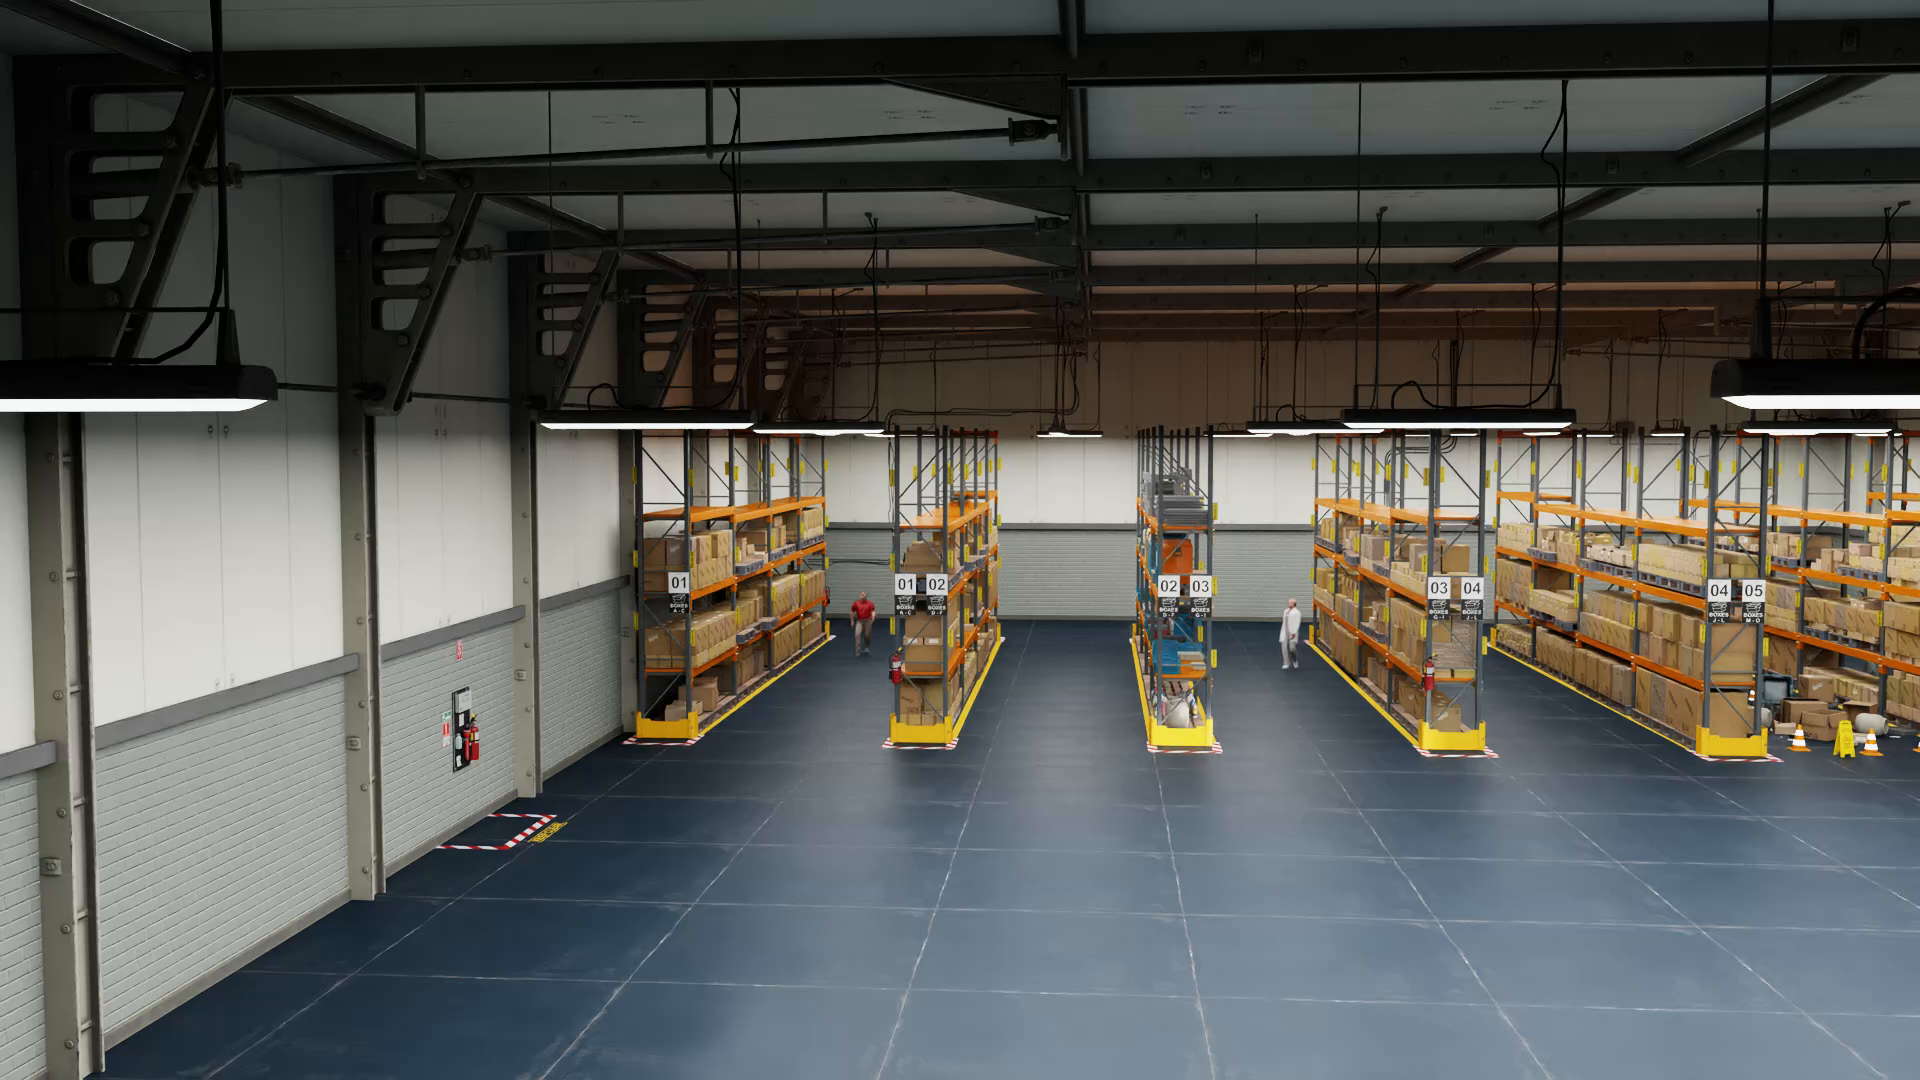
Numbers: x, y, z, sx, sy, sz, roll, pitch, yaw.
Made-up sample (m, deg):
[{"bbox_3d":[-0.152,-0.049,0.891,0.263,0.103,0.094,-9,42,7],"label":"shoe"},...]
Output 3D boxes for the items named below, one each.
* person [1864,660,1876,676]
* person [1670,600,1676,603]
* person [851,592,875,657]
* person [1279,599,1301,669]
[{"bbox_3d":[21.798,2.453,39.841,0.516,1.789,0.626,3,5,41],"label":"person"},{"bbox_3d":[20.876,1.920,48.350,0.579,1.768,0.561,-1,4,-13],"label":"person"},{"bbox_3d":[-2.585,2.235,44.334,0.693,1.717,0.982,0,3,6],"label":"person"},{"bbox_3d":[8.270,2.357,41.731,0.600,1.780,0.597,2,4,35],"label":"person"}]
